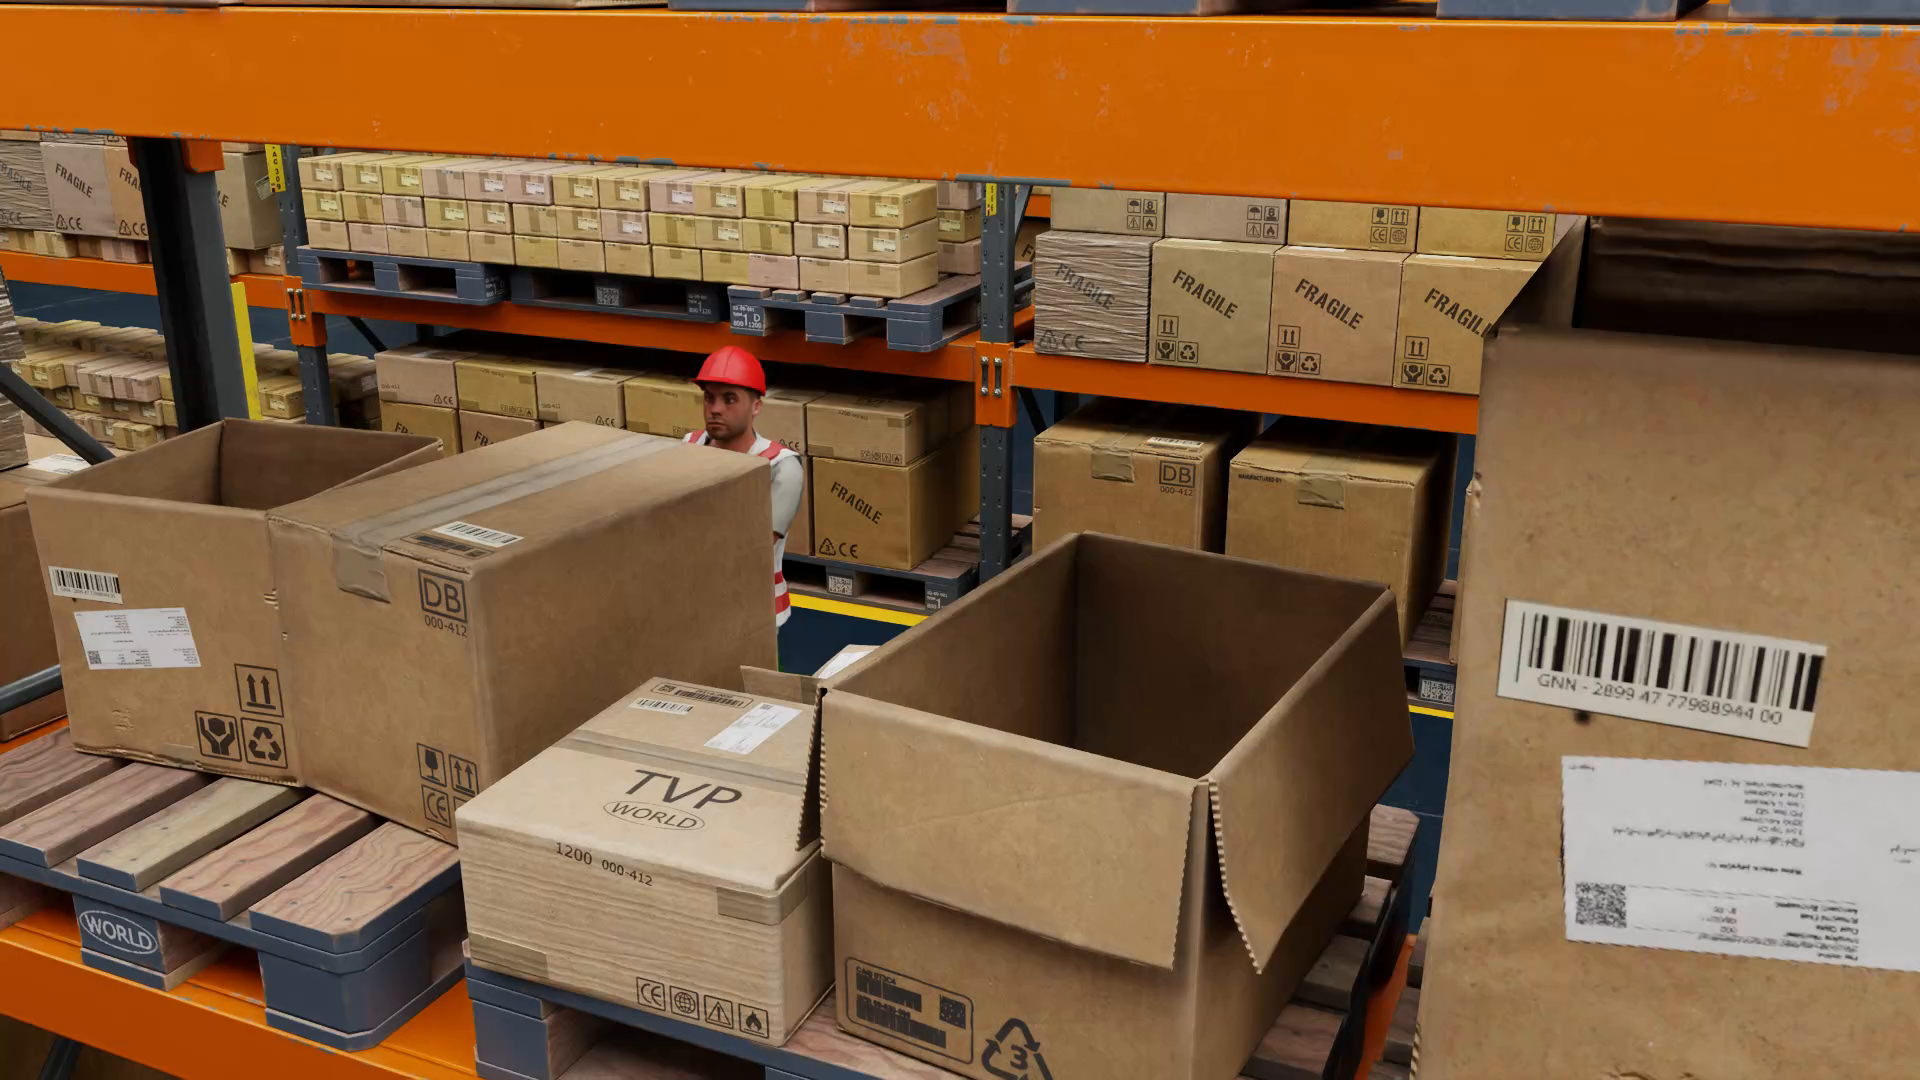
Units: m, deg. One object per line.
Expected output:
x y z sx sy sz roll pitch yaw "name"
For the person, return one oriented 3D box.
-0.763 0.310 5.127 0.494 1.782 0.560 9 21 24 "person"
